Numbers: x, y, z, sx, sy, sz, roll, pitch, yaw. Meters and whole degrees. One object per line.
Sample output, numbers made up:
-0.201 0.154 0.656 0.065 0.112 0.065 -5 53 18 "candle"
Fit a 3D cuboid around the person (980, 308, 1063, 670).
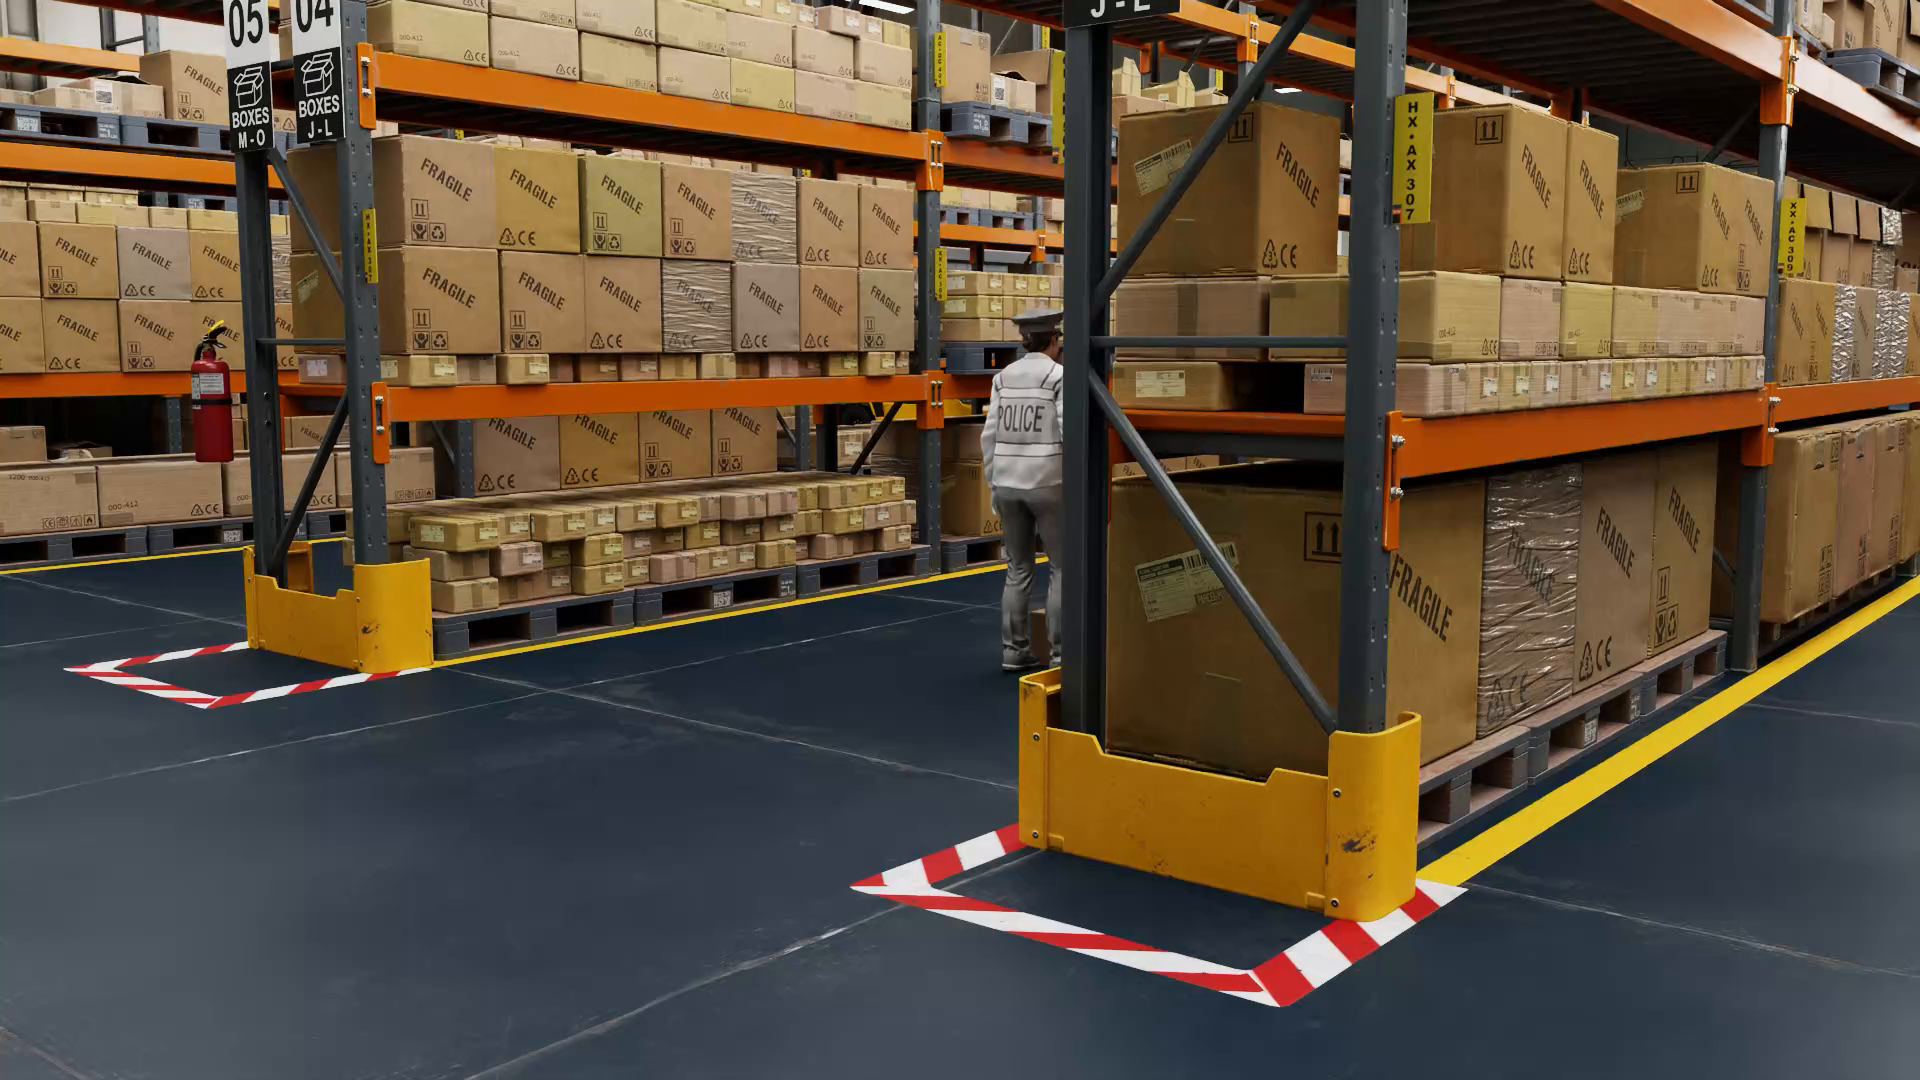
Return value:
0.351 -0.221 7.576 0.546 1.664 0.376 5 8 35 "person"
